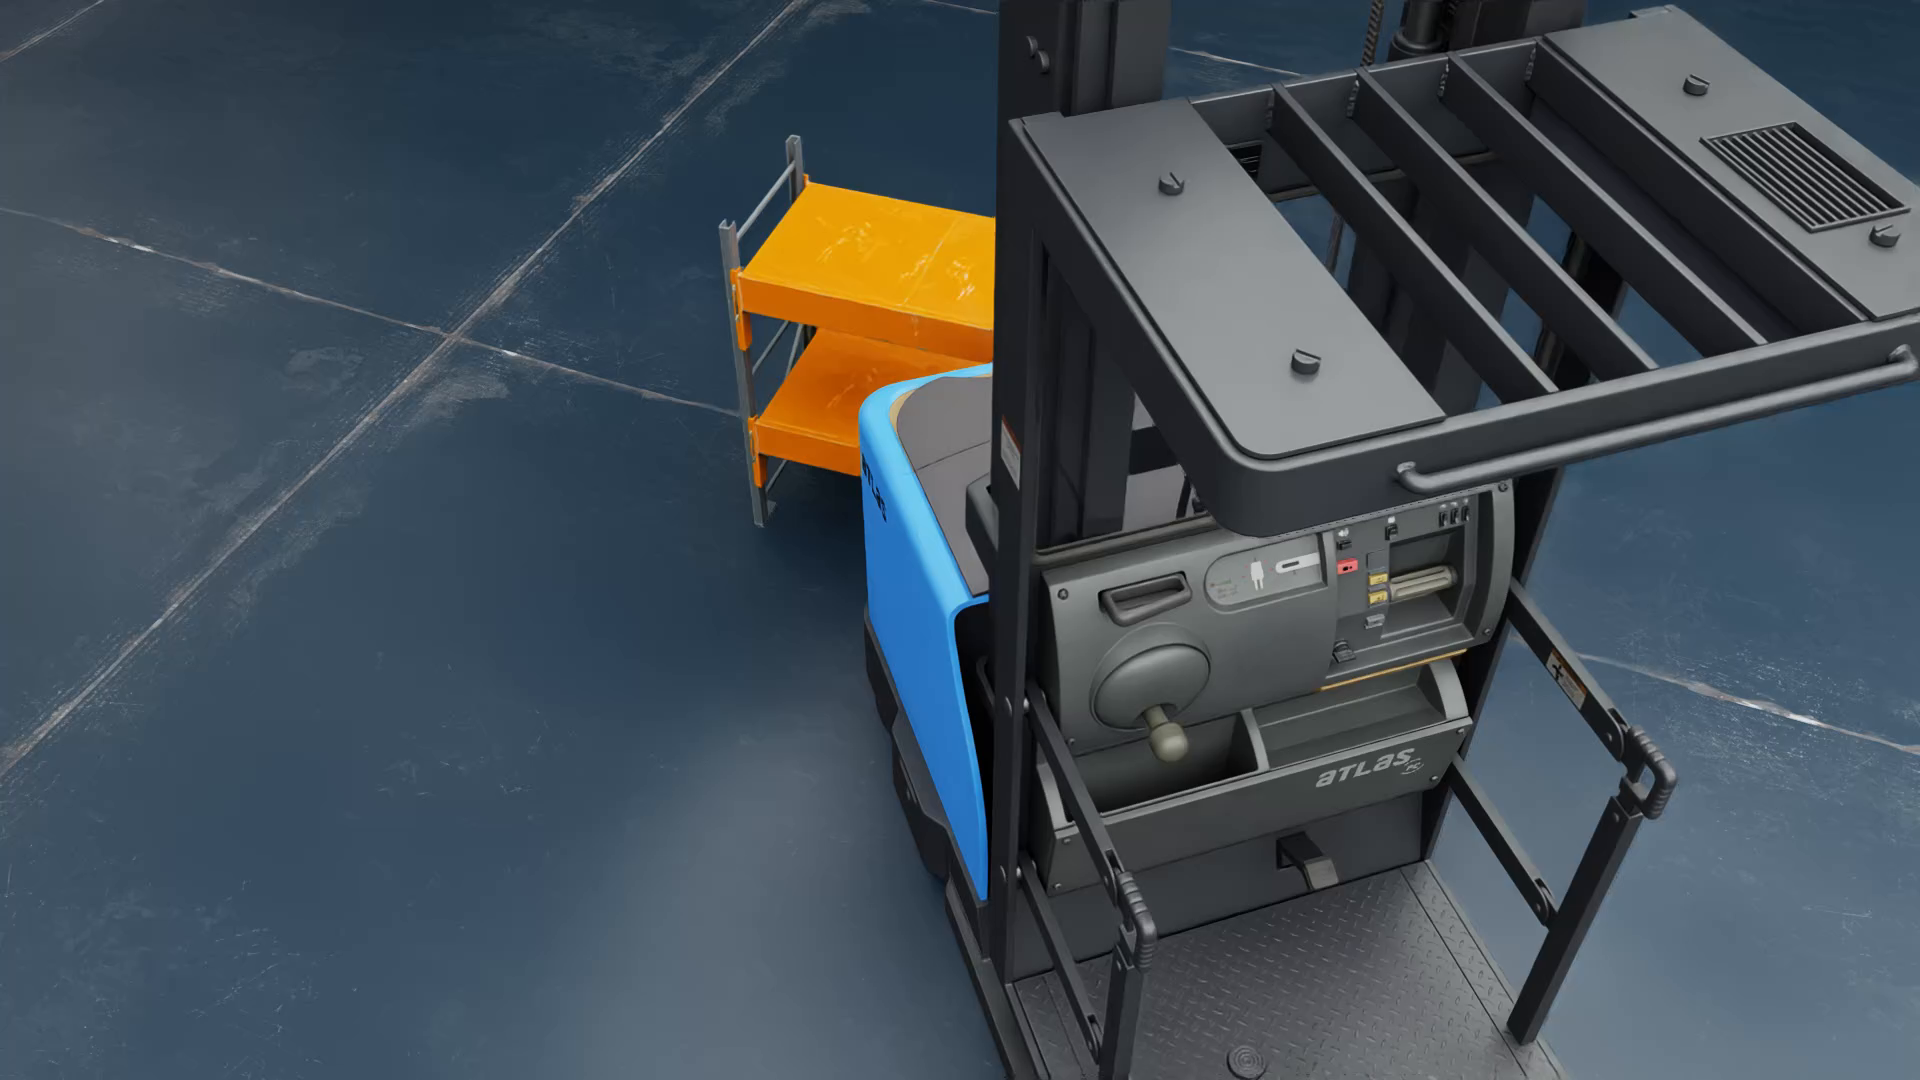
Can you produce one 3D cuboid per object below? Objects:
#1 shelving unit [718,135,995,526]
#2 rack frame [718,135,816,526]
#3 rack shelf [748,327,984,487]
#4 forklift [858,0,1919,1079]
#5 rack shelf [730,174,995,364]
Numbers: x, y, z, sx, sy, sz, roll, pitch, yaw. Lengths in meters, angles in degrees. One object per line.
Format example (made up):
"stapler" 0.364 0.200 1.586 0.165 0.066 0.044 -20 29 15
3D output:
"shelving unit" -0.079 -0.494 4.949 1.048 1.125 0.538 14 46 13
"rack frame" -0.559 -0.612 5.068 0.032 1.125 0.500 14 46 13
"rack shelf" -0.079 -0.321 5.121 1.000 0.278 0.538 14 46 13
"forklift" 0.676 0.231 2.940 1.130 2.935 3.031 -13 46 -13
"rack shelf" -0.079 -0.702 4.743 1.000 0.278 0.538 14 46 13
